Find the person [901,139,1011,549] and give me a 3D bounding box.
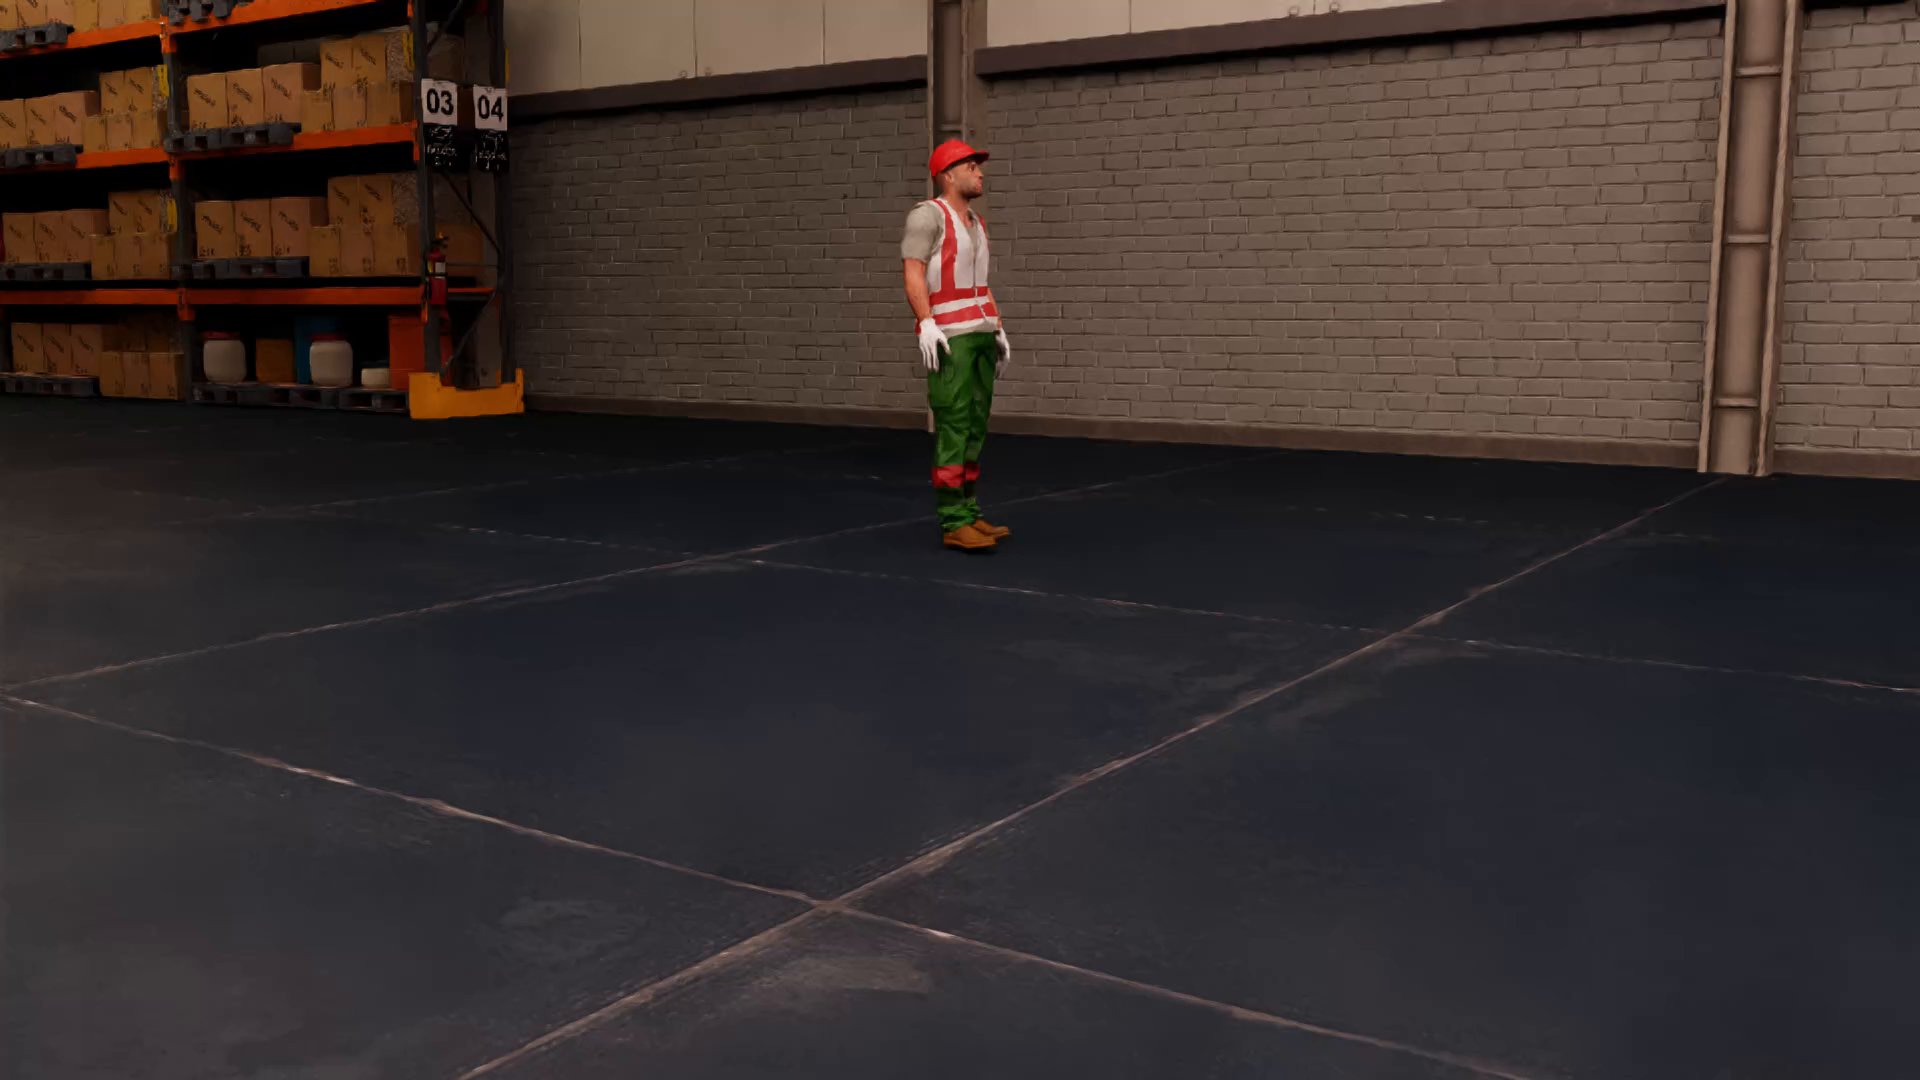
[{"bbox_3d":[0.060,-0.885,7.423,0.563,1.787,0.637,5,10,34],"label":"person"}]
